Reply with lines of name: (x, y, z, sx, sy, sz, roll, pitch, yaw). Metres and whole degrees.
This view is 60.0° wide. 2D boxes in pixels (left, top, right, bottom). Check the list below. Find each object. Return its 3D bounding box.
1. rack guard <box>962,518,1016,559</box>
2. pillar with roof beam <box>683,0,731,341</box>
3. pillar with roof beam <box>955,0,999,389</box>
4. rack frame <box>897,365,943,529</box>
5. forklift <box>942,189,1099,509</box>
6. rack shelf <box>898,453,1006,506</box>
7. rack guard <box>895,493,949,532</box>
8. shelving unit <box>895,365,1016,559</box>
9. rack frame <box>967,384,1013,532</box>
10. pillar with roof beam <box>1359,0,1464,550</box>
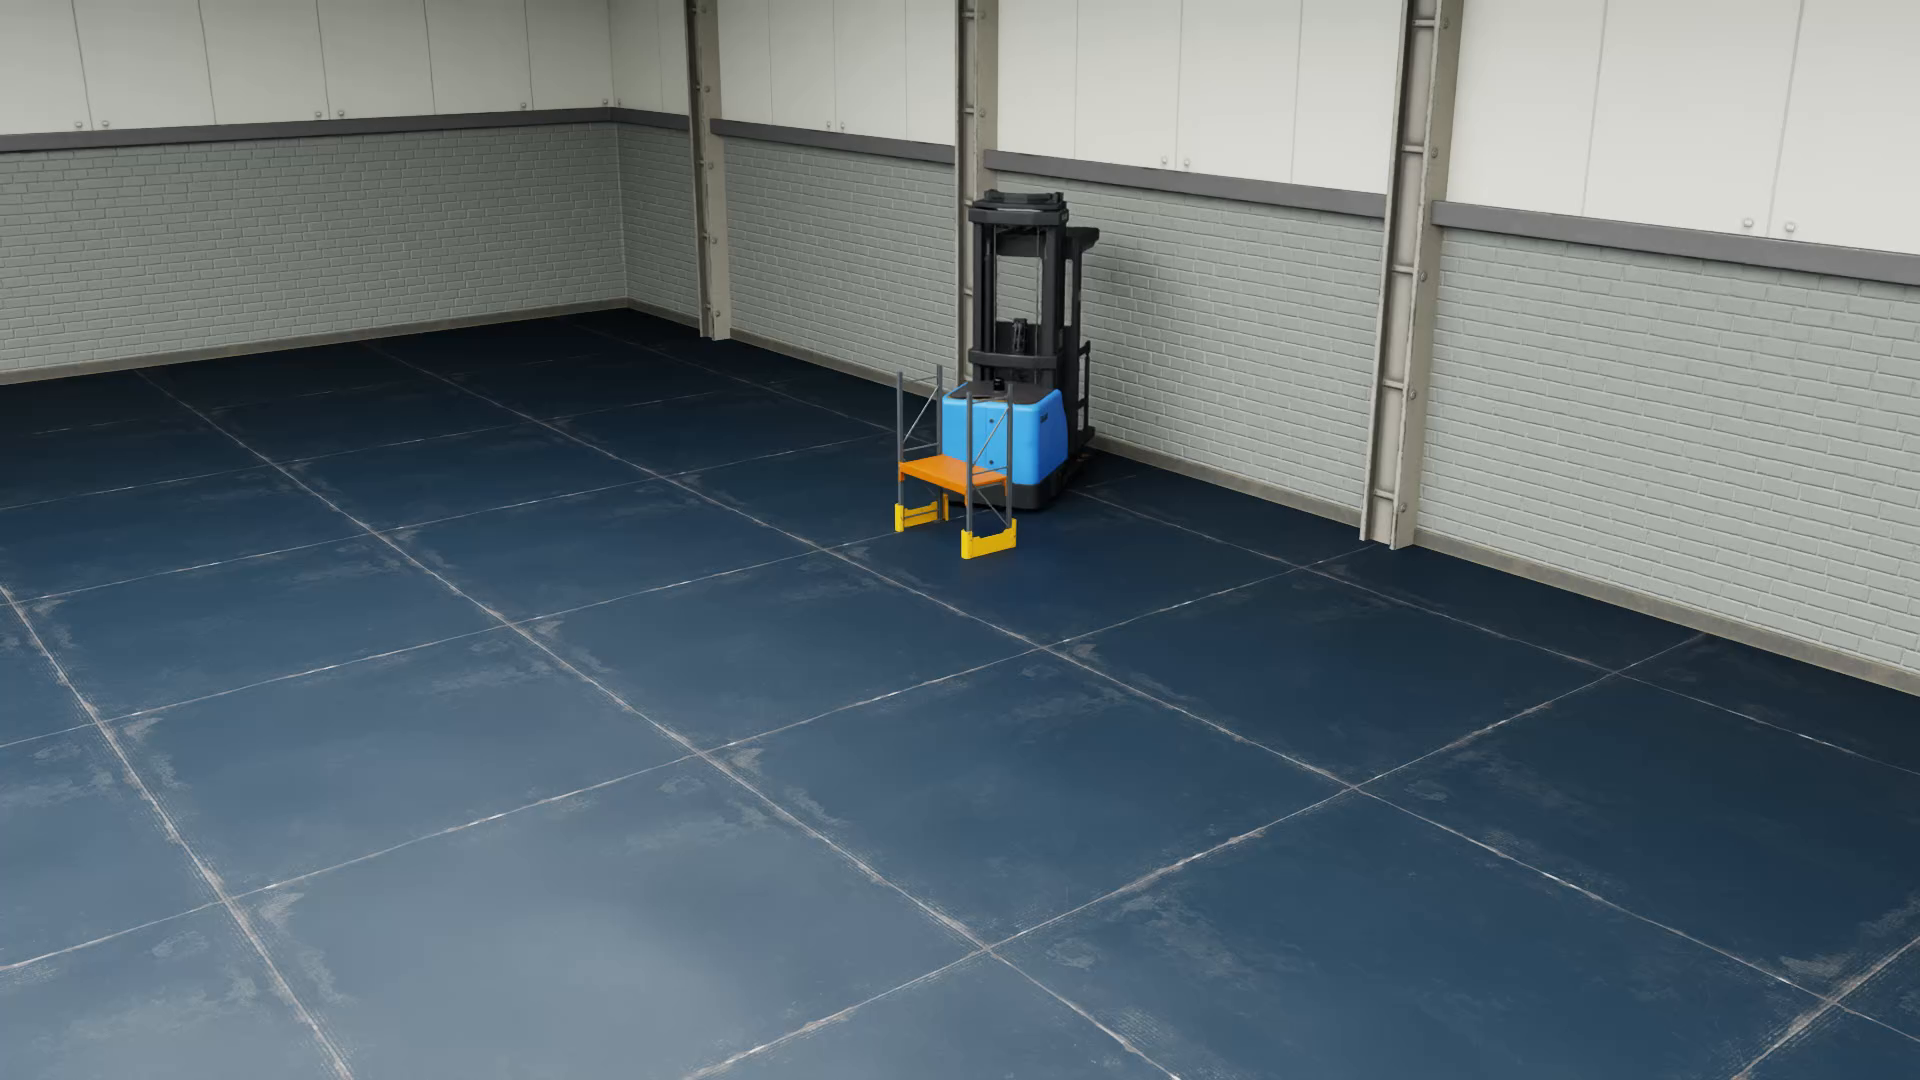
rack guard: (0.262, -0.015, 14.897, 0.587, 0.250, 0.087, -14, 23, -36)
pillar with roof beam: (-6.917, -6.378, 20.195, 9.100, 9.000, 0.400, -14, 23, -36)
pillar with roof beam: (-3.192, -4.899, 15.730, 9.100, 9.000, 0.400, -14, 23, -36)
rack frame: (-0.369, -0.858, 15.456, 0.500, 1.500, 0.032, -14, 23, -36)
forklift: (0.758, -2.112, 16.965, 1.130, 2.935, 3.031, 7, 19, 19)
rack shelf: (-0.053, -0.562, 15.134, 0.538, 0.185, 1.000, -14, 23, -36)
rack guard: (-0.357, -0.260, 15.638, 0.587, 0.250, 0.087, -14, 23, -36)
shelving unit: (-0.047, -0.731, 15.071, 0.587, 1.500, 1.083, -14, 23, -36)
rack frame: (0.263, -0.608, 14.699, 0.500, 1.500, 0.032, -14, 23, -36)
pillar with roof beam: (0.533, -3.421, 11.265, 9.100, 9.000, 0.400, -14, 23, -36)
